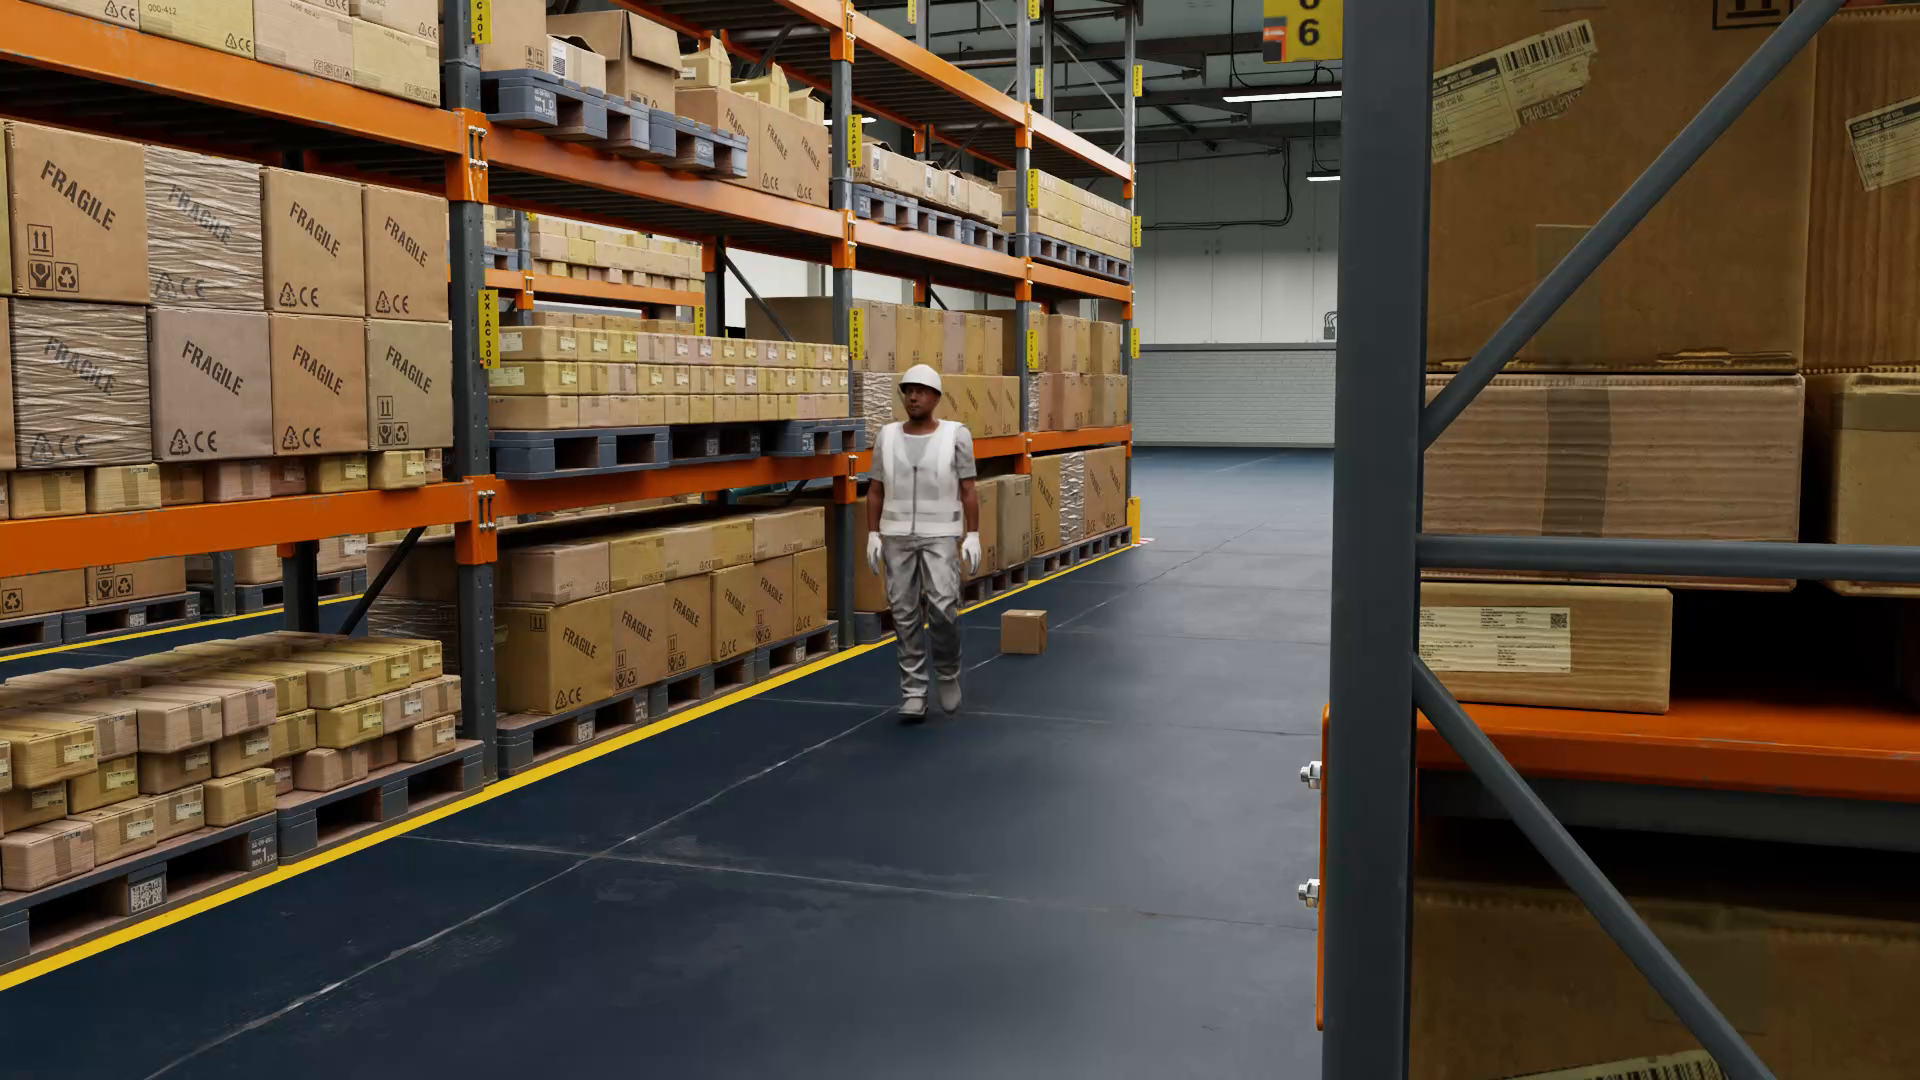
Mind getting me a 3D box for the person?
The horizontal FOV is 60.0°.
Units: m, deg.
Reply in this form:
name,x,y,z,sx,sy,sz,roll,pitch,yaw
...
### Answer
name,x,y,z,sx,sy,sz,roll,pitch,yaw
person,-0.196,0.008,8.399,0.589,1.783,0.459,1,5,13
